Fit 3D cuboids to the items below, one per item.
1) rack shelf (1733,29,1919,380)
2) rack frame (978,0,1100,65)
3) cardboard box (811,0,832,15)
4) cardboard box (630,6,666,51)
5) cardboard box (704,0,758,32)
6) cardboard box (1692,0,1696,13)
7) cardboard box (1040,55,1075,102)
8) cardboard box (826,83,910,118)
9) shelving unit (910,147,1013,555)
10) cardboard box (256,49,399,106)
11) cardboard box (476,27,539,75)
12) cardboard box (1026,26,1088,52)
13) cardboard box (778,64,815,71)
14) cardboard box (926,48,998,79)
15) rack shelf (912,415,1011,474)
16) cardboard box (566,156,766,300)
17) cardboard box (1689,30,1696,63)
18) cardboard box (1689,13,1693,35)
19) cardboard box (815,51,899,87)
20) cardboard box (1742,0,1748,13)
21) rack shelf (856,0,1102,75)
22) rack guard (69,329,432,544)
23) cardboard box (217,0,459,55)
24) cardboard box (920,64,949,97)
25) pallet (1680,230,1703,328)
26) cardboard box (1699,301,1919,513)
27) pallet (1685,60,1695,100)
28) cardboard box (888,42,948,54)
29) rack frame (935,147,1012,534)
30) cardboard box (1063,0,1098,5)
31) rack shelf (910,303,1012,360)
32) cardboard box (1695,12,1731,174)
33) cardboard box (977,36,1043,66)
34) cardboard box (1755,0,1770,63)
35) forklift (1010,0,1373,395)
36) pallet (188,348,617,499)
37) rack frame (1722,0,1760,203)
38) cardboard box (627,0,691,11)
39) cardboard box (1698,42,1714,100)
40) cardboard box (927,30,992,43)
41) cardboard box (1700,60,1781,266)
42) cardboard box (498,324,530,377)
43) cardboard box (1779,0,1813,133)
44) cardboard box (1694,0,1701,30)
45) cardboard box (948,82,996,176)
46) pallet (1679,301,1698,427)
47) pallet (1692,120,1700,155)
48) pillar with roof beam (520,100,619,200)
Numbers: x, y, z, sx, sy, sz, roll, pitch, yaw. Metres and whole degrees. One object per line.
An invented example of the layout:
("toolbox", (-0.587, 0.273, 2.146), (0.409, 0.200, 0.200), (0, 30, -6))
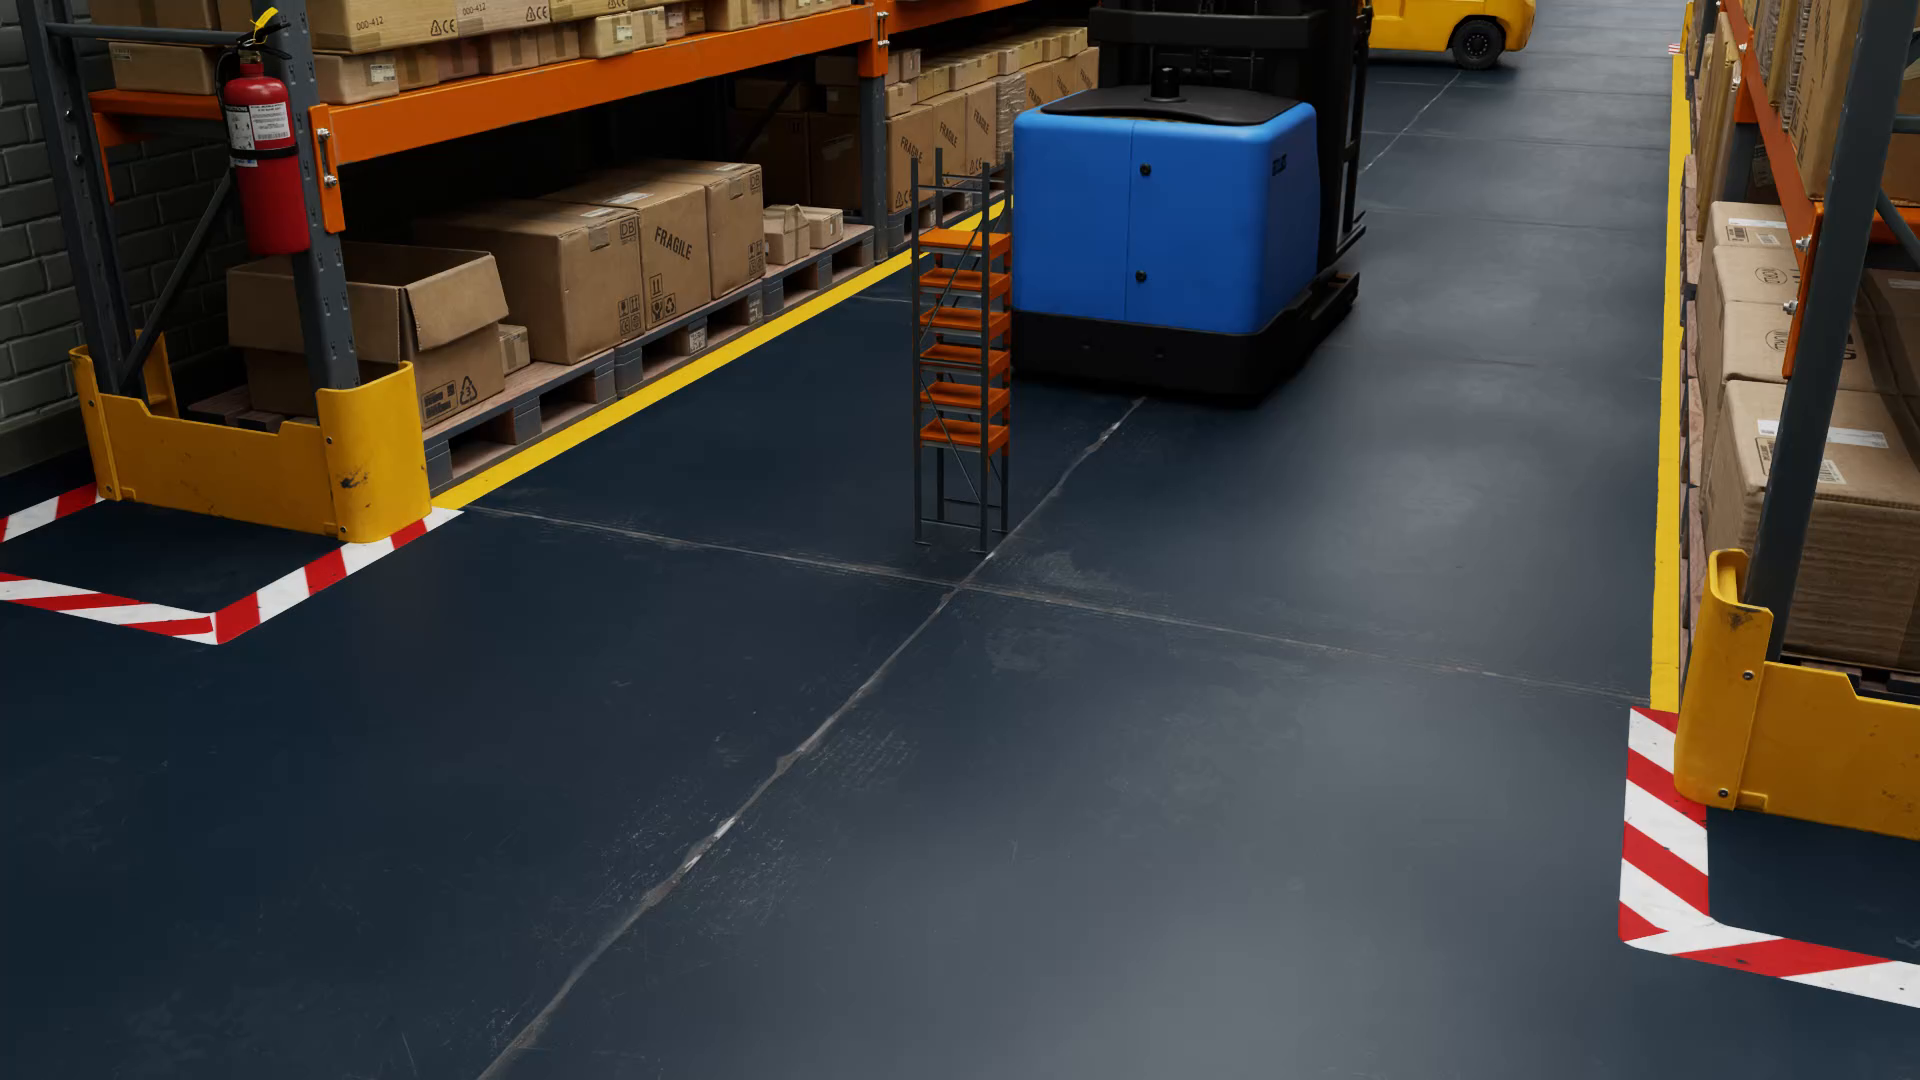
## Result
("rack shelf", (3.000, -1.157, 5.062), (1.077, 0.370, 4.000), (9, 24, 20))
("rack frame", (0.619, -4.346, 11.762), (1.000, 3.000, 0.127), (9, 24, 20))
("cardboard box", (-0.827, -2.552, 7.793), (0.380, 0.149, 0.250), (9, 24, 21))
("cardboard box", (-1.372, -1.996, 6.464), (0.380, 0.149, 0.250), (9, 24, 21))
("cardboard box", (-1.093, -2.270, 7.119), (0.380, 0.149, 0.250), (8, 24, 19))
("cardboard box", (7.636, -5.513, 16.605), (0.500, 0.500, 0.500), (8, 24, 18))
("cardboard box", (0.466, -3.026, 11.302), (0.500, 0.500, 0.500), (8, 24, 19))
("cardboard box", (-0.486, -2.344, 8.827), (0.380, 0.149, 0.250), (10, 25, 23))
("shelving unit", (0.005, -0.559, 5.031), (0.258, 1.200, 0.189), (9, 24, 20))
("cardboard box", (-1.976, -1.445, 5.144), (0.380, 0.149, 0.250), (9, 24, 20))
("cardboard box", (-1.708, -1.724, 5.811), (0.380, 0.149, 0.250), (10, 25, 22))
("cardboard box", (0.671, -3.472, 11.528), (0.380, 0.149, 0.250), (8, 24, 17))
("cardboard box", (-0.823, -2.610, 9.464), (0.380, 0.149, 0.250), (9, 24, 21))
("cardboard box", (0.014, -2.921, 10.209), (0.380, 0.149, 0.250), (9, 24, 20))
("rack shelf", (0.005, -0.296, 5.141), (0.258, 0.103, 0.180), (9, 24, 20))
("cardboard box", (-1.298, -1.400, 7.409), (0.700, 0.500, 0.500), (8, 24, 18))
("cardboard box", (6.873, -4.435, 14.998), (0.500, 0.250, 0.500), (8, 24, 19))
("cardboard box", (7.644, -5.175, 16.770), (0.500, 0.250, 0.500), (9, 24, 20))
("cardboard box", (-0.543, -2.490, 8.791), (0.380, 0.149, 0.250), (8, 24, 19))
("cardboard box", (3.866, -2.514, 7.573), (0.500, 0.250, 0.500), (8, 24, 19))
("rack shelf", (-0.124, -3.298, 10.187), (1.077, 0.370, 4.000), (9, 24, 20))
("rack guard", (-2.324, -0.357, 5.455), (1.175, 0.500, 0.348), (9, 24, 20))
("cardboard box", (-1.934, -1.675, 5.176), (0.500, 0.250, 0.500), (9, 24, 20))
("cardboard box", (-0.281, -2.648, 9.554), (0.380, 0.149, 0.250), (8, 24, 19))
("pallet", (3.960, -1.205, 7.861), (1.003, 0.211, 1.213), (9, 24, 20))
("cardboard box", (2.742, -0.364, 5.010), (0.875, 0.438, 0.875), (9, 24, 21))
("pallet", (6.931, -4.027, 14.616), (1.003, 0.211, 1.213), (9, 24, 20))
("cardboard box", (-0.295, -3.073, 10.572), (0.380, 0.149, 0.250), (9, 24, 20))
("rack frame", (0.039, -0.592, 5.110), (0.240, 1.200, 0.006), (9, 24, 20))
("cardboard box", (1.349, -4.141, 13.808), (0.875, 0.625, 0.625), (8, 24, 18))
("rack shelf", (0.005, -0.629, 5.002), (0.258, 0.103, 0.180), (9, 24, 20))
("cardboard box", (4.895, -2.614, 9.829), (0.875, 0.875, 0.875), (9, 24, 20))
("cardboard box", (0.319, -3.194, 10.862), (0.380, 0.149, 0.250), (10, 24, 22))
("cardboard box", (3.135, -1.941, 5.876), (0.500, 0.500, 0.500), (9, 24, 20))
("forklift", (1.249, -2.443, 7.297), (1.130, 2.935, 3.031), (10, 25, 22))
("pallet", (-2.029, -0.509, 6.194), (1.003, 0.211, 1.213), (9, 24, 20))
("rack frame", (3.743, -2.205, 6.637), (1.000, 3.000, 0.127), (9, 24, 20))
("cardboard box", (-1.391, -2.223, 6.489), (0.500, 0.250, 0.500), (8, 24, 19))
("cardboard box", (6.258, -3.603, 12.849), (0.950, 0.372, 0.625), (10, 25, 23))
("cardboard box", (-0.006, -3.352, 11.239), (0.380, 0.149, 0.250), (9, 24, 21))
("cardboard box", (3.899, -1.652, 7.524), (0.875, 0.875, 0.875), (10, 25, 22))
("cardboard box", (-1.843, -0.713, 6.219), (0.380, 0.149, 0.250), (8, 24, 18))
("cardboard box", (2.573, -1.393, 4.564), (0.500, 0.500, 0.500), (10, 24, 22))
("cardboard box", (7.061, -4.954, 15.268), (0.500, 0.500, 0.500), (10, 25, 23))
("cardboard box", (-0.100, -2.465, 9.959), (0.500, 0.500, 0.500), (8, 24, 18))
("pallet", (3.388, -0.657, 6.550), (1.003, 0.211, 1.213), (9, 24, 20))
("pallet", (5.521, -2.629, 11.270), (1.003, 0.211, 1.213), (9, 24, 20))
("pillar with roof beam", (2.035, -4.946, 5.416), (9.100, 9.000, 0.400), (9, 24, 20))
